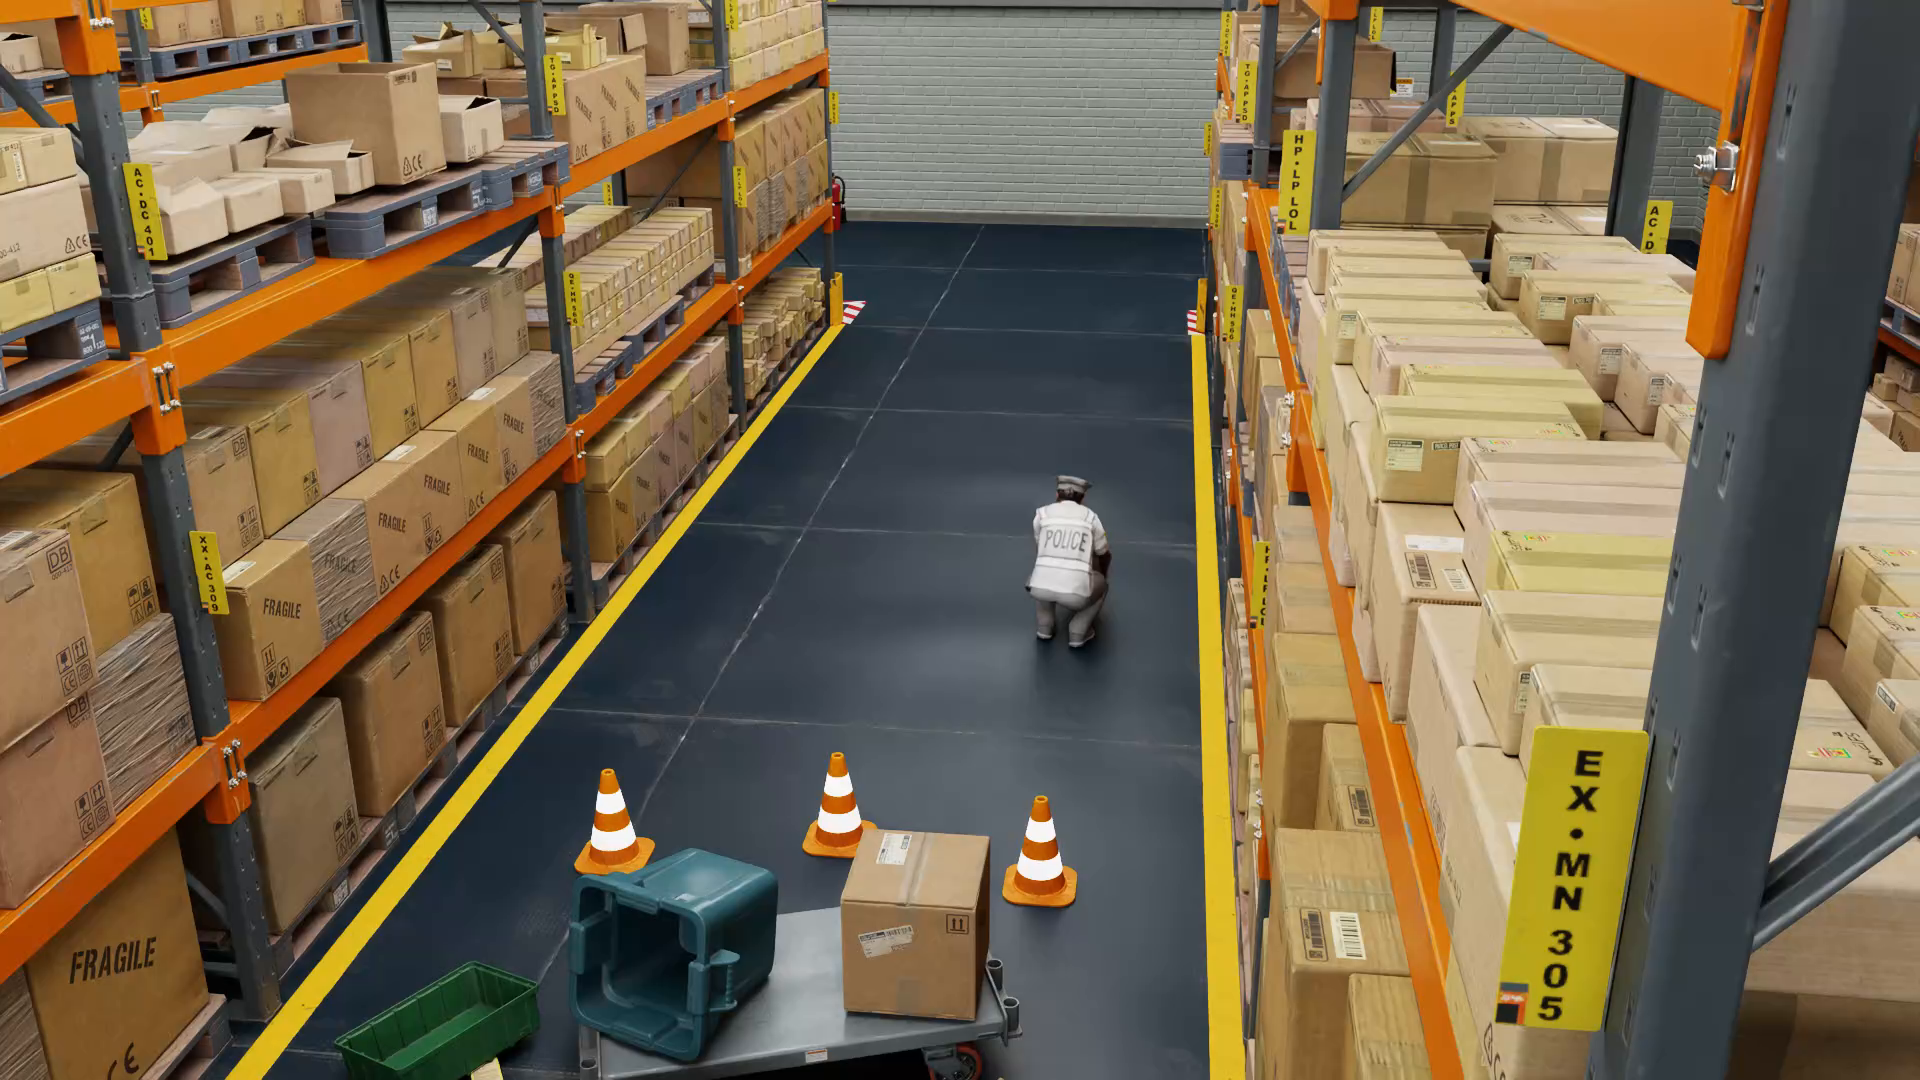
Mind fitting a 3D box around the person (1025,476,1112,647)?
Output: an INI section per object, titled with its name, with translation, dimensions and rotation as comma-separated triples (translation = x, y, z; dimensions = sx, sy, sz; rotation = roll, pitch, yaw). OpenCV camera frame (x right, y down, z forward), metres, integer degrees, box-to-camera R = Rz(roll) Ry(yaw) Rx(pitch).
[person]
translation = 0.678, 0.108, 10.298
dimensions = 0.476, 0.961, 0.882
rotation = 7, 22, 17
